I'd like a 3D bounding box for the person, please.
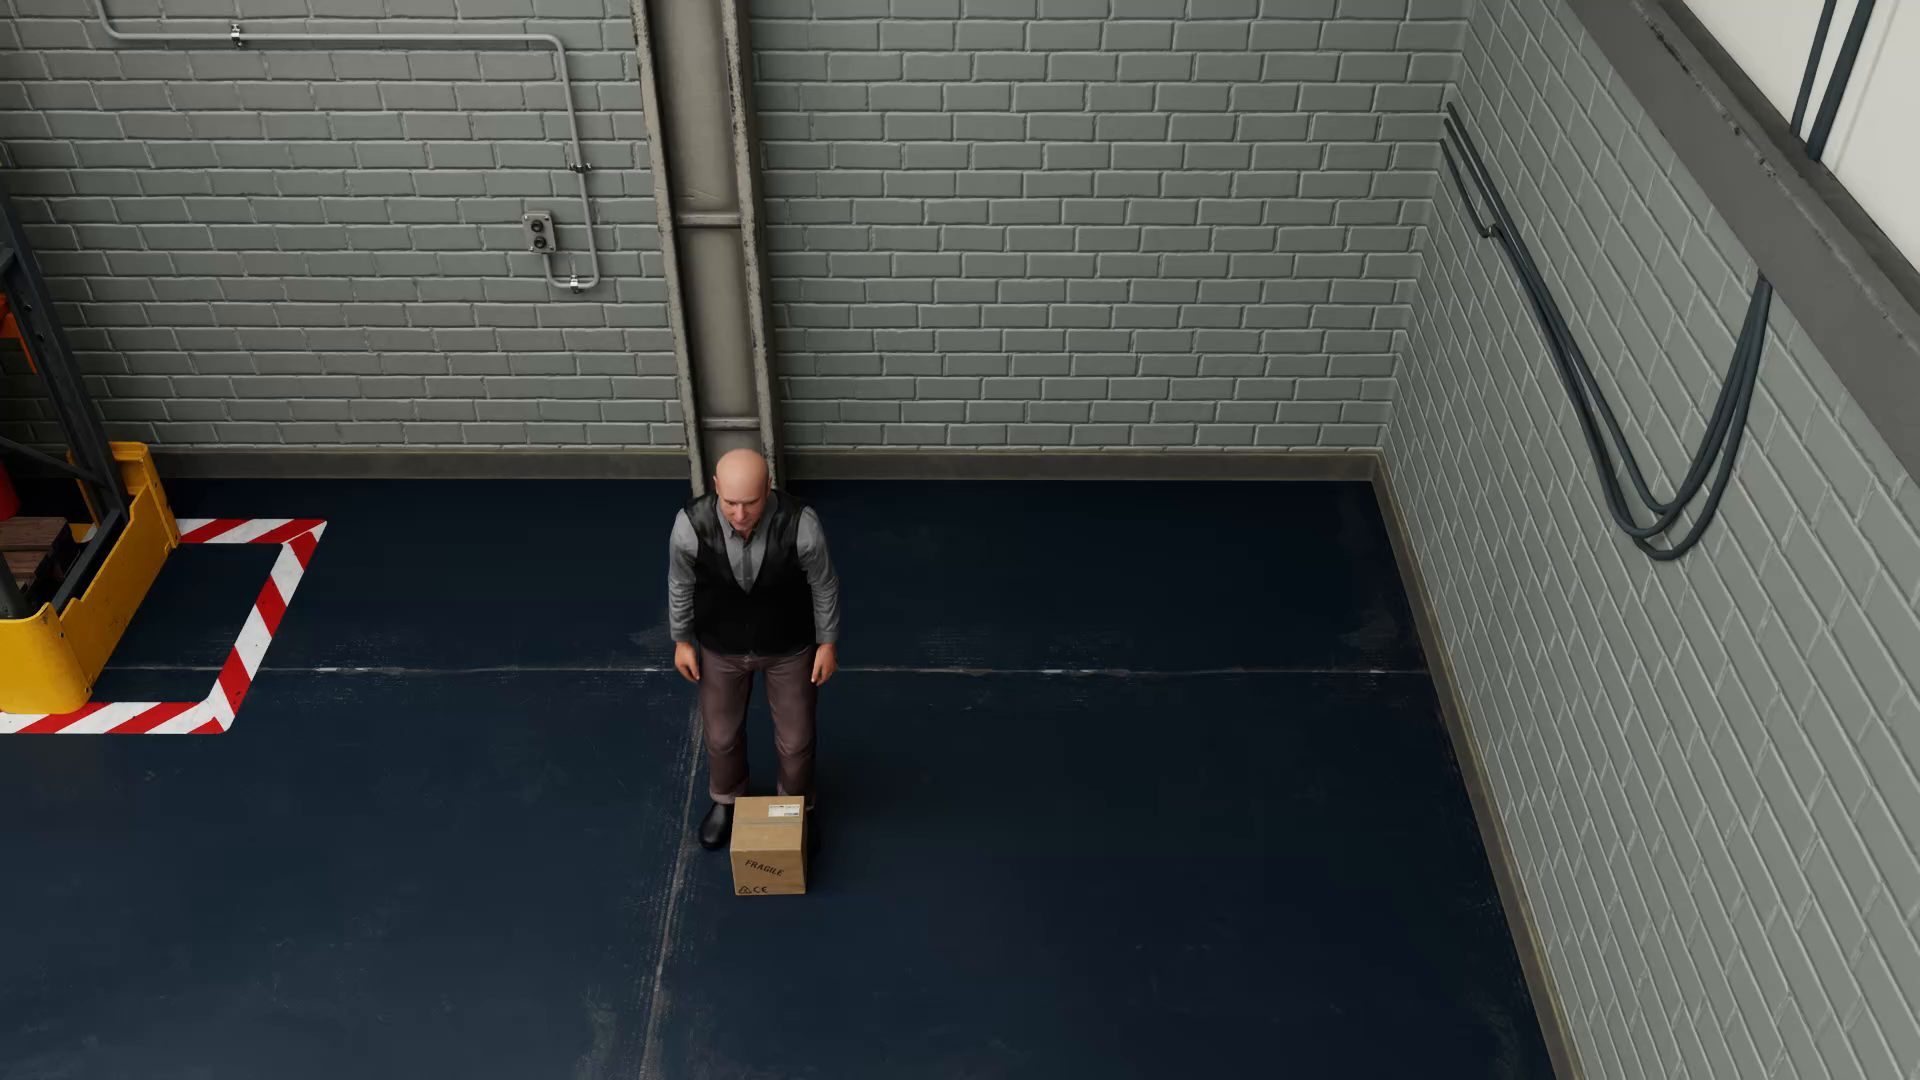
[{"bbox_3d":[-0.697,0.368,5.725,0.580,1.720,0.465,0,39,0],"label":"person"}]
